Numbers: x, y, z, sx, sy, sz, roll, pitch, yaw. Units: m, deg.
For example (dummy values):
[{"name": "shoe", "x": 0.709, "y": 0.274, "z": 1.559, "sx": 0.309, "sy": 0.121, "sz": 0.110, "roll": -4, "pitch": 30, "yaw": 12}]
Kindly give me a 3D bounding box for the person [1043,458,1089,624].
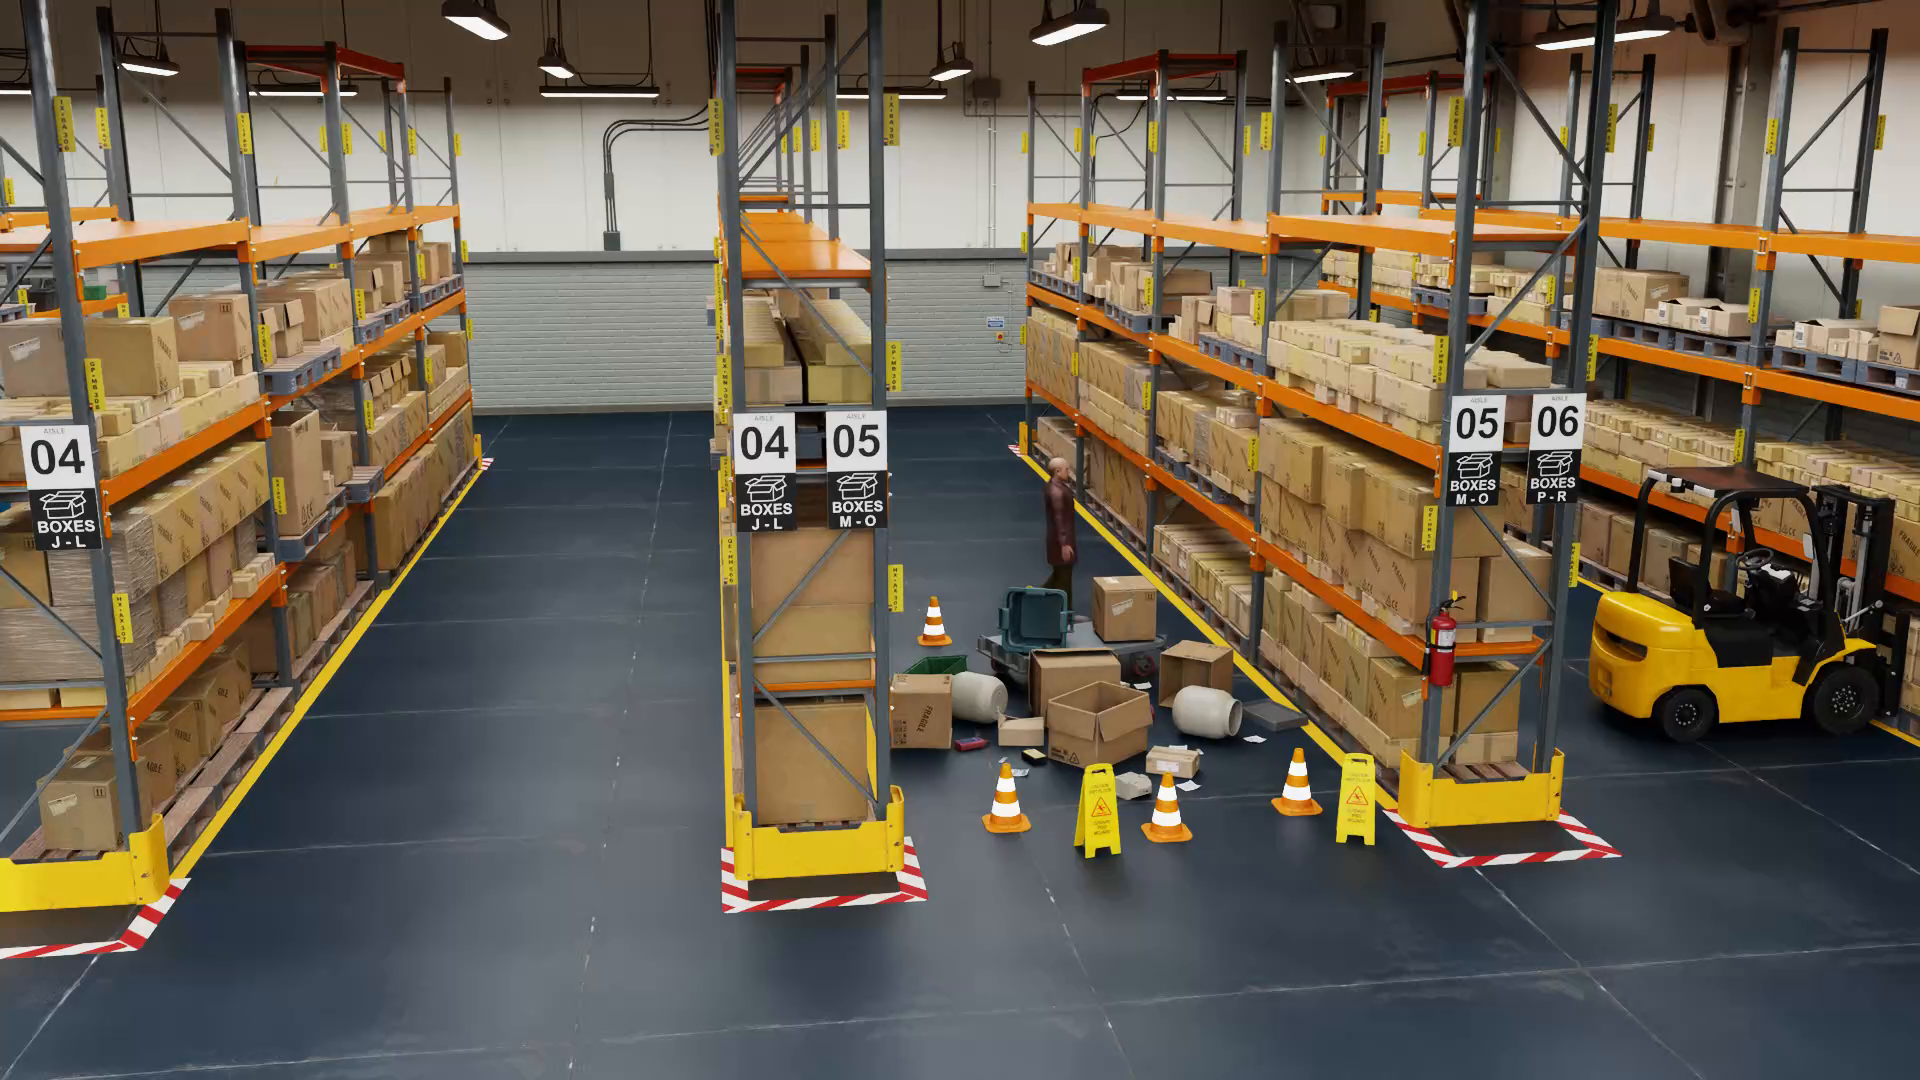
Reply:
[{"name": "person", "x": 1.050, "y": 0.037, "z": 17.406, "sx": 0.612, "sy": 1.816, "sz": 0.625, "roll": 0, "pitch": 13, "yaw": -2}]
